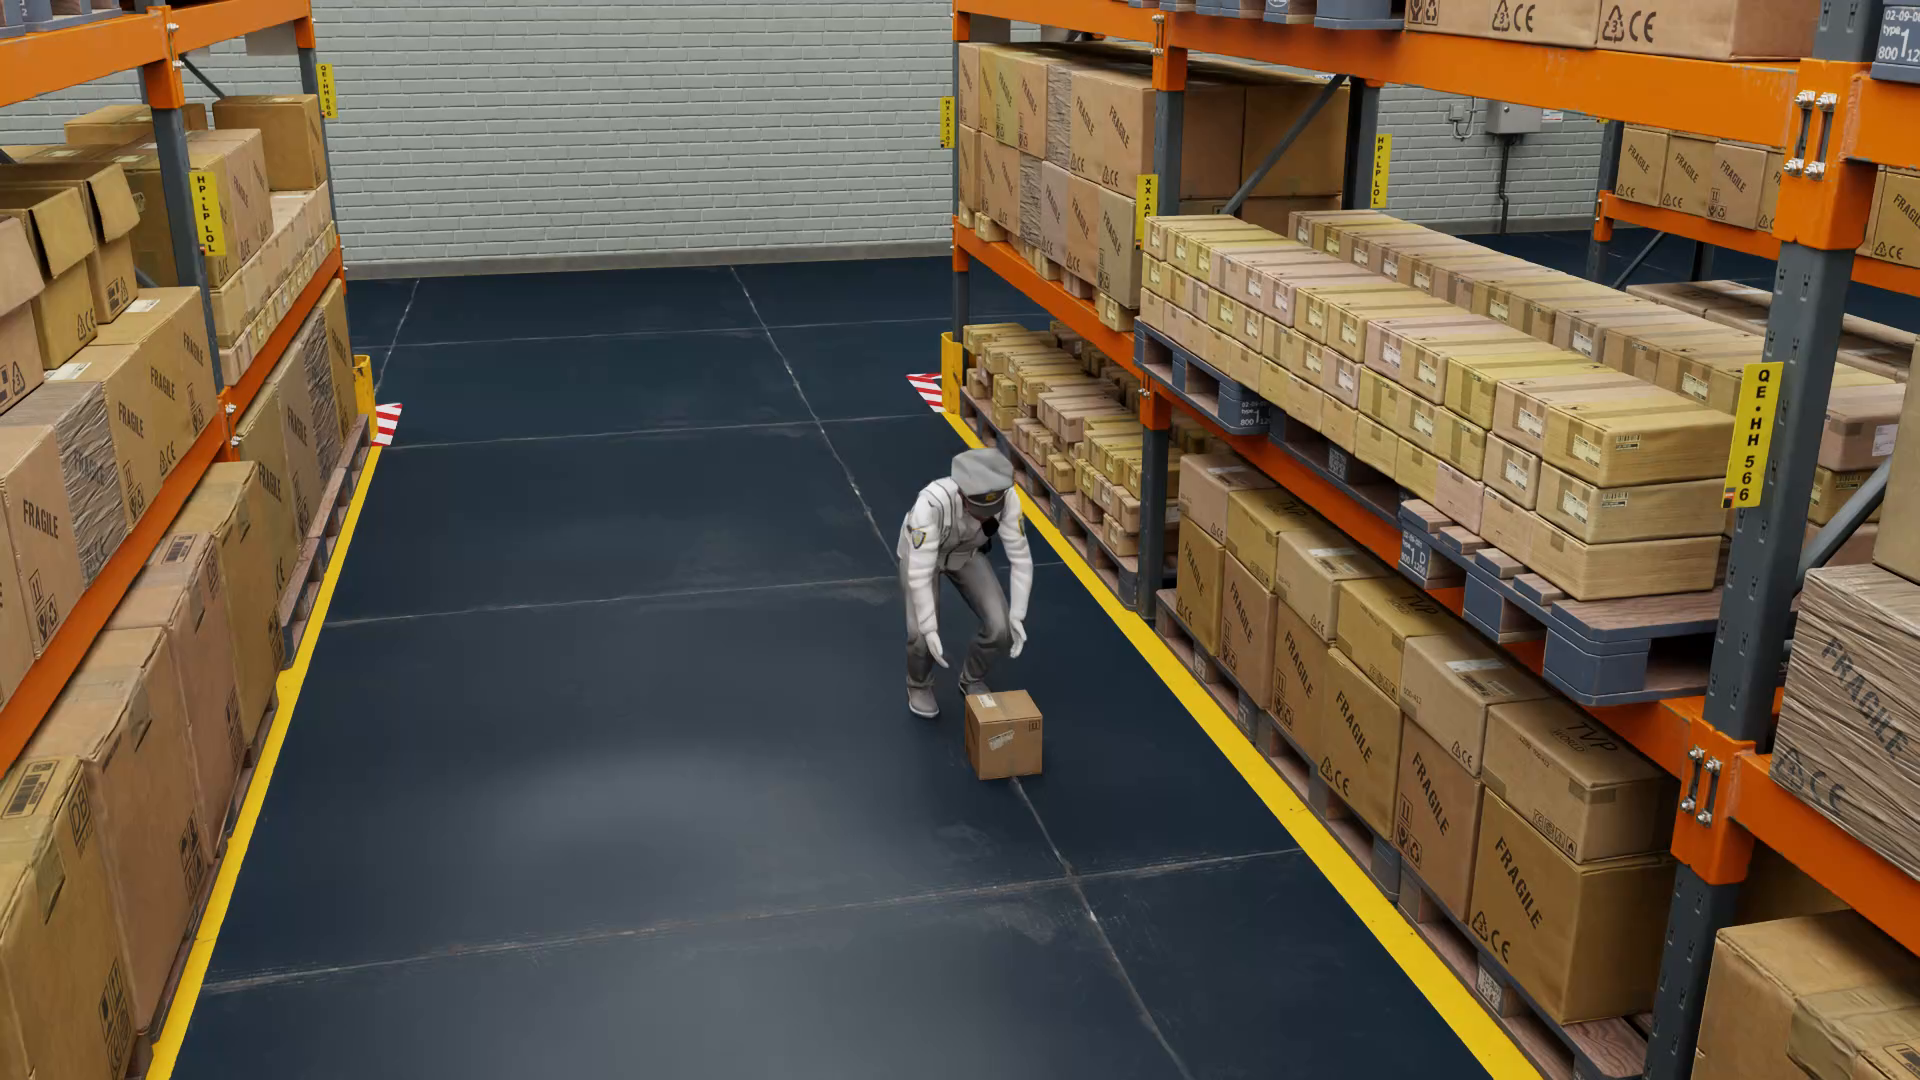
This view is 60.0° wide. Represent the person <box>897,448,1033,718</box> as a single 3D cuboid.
[{"bbox_3d":[0.017,0.155,6.824,0.525,1.207,0.787,-5,20,-13],"label":"person"}]
